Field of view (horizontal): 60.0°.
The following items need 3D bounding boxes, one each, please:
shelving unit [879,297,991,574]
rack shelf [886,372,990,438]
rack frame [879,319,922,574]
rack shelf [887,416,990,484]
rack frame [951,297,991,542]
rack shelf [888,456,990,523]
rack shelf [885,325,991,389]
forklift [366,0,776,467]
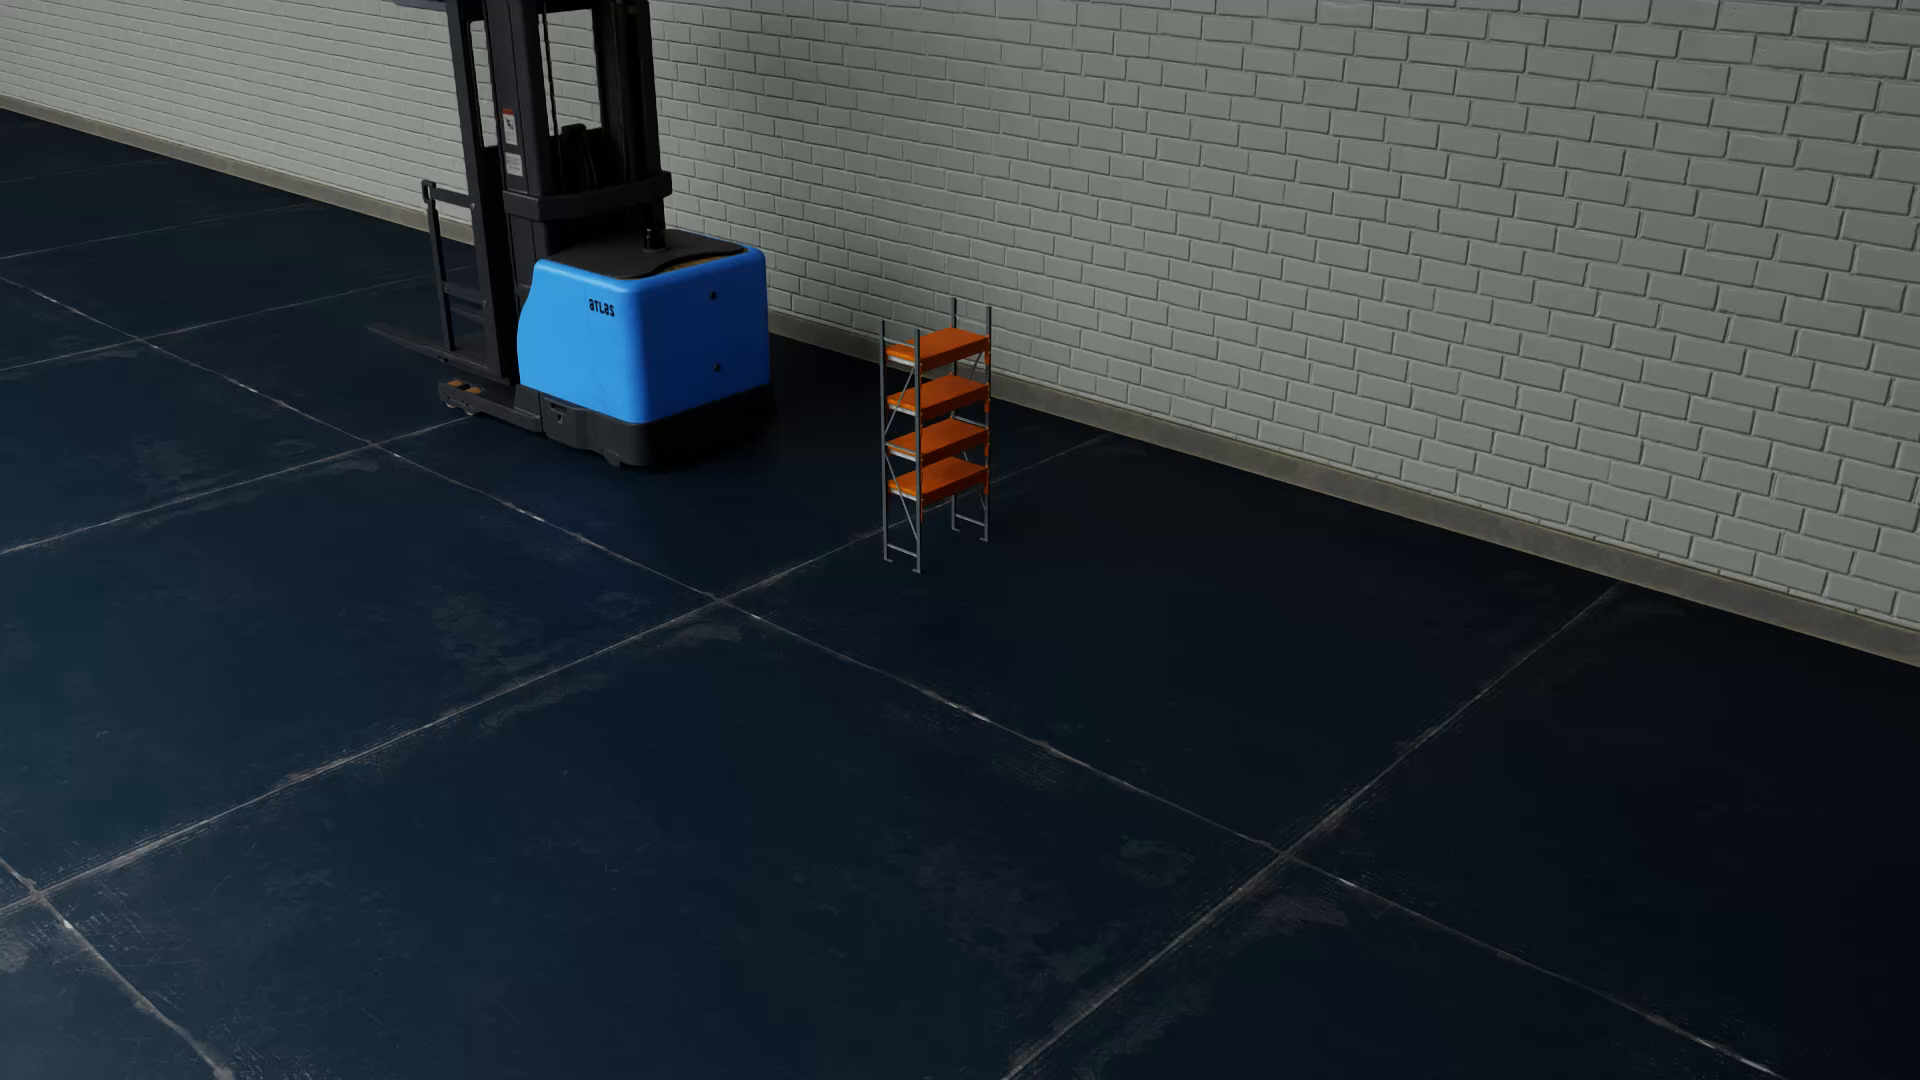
[{"bbox_3d":[-0.110,-0.497,7.892,0.258,1.200,0.503,20,31,38],"label":"shelving unit"},{"bbox_3d":[-0.110,-0.640,7.828,0.258,0.148,0.480,20,31,38],"label":"rack shelf"},{"bbox_3d":[-0.273,-0.423,7.726,0.240,1.200,0.015,20,31,38],"label":"rack frame"},{"bbox_3d":[-0.110,-0.436,7.920,0.258,0.148,0.480,20,31,38],"label":"rack shelf"},{"bbox_3d":[0.052,-0.571,8.058,0.240,1.200,0.015,20,31,38],"label":"rack frame"},{"bbox_3d":[-0.110,-0.254,8.001,0.258,0.148,0.480,20,31,38],"label":"rack shelf"},{"bbox_3d":[-0.110,-0.856,7.731,0.258,0.148,0.480,20,31,38],"label":"rack shelf"},{"bbox_3d":[-2.506,-2.220,9.619,3.031,2.935,1.130,20,31,37],"label":"forklift"}]
